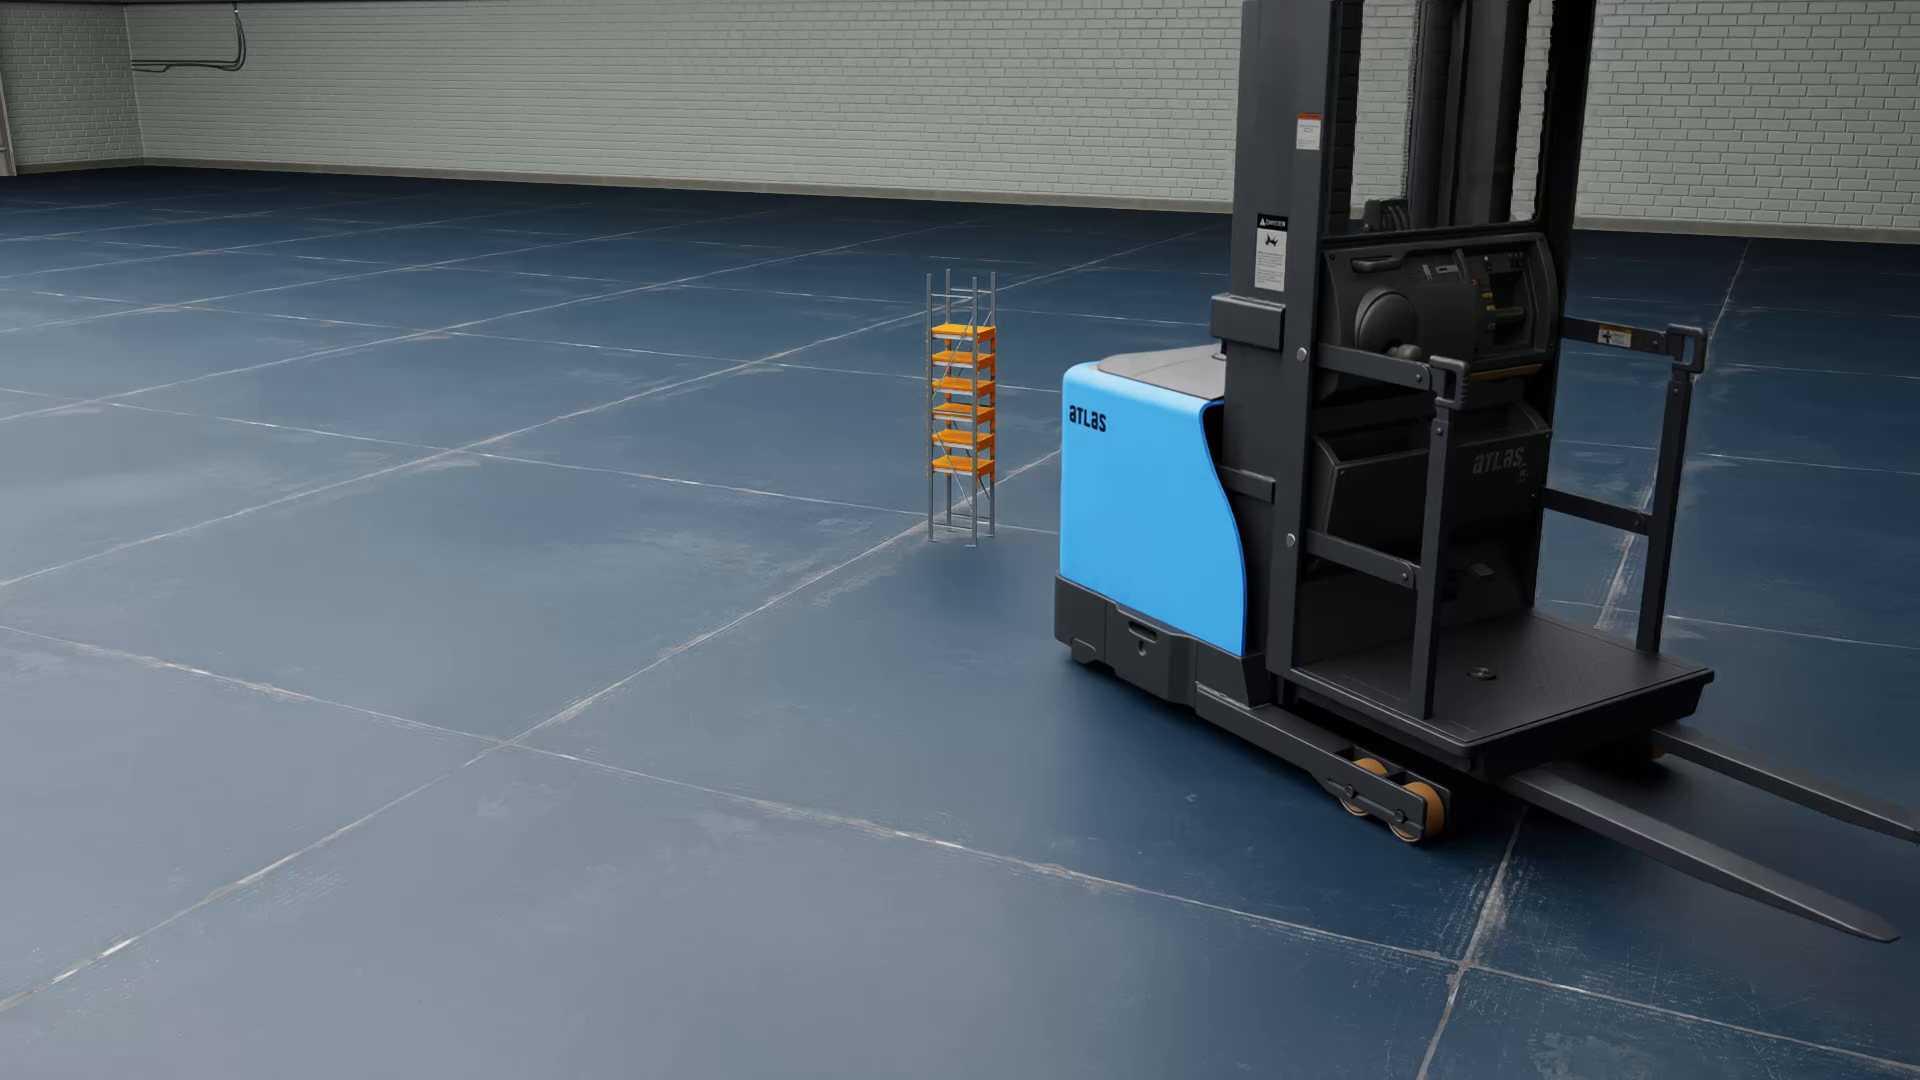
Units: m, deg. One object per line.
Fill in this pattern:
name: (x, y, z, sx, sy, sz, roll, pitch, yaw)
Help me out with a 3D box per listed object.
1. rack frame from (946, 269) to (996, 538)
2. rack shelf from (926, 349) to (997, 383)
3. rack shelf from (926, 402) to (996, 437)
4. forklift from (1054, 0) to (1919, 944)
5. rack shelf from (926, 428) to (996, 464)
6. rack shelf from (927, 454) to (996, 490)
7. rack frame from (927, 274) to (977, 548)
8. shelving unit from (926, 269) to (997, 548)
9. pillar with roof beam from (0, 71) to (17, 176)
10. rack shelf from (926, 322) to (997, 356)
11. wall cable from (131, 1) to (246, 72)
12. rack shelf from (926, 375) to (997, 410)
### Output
rack frame: (0.047, -0.602, 7.444, 0.240, 1.200, 0.006, 8, 18, 25)
rack shelf: (0.006, -0.766, 7.310, 0.258, 0.103, 0.180, 8, 18, 25)
rack shelf: (0.006, -0.536, 7.379, 0.258, 0.103, 0.180, 8, 18, 25)
forklift: (1.552, -0.709, 4.762, 1.130, 2.935, 3.031, -10, 19, -31)
rack shelf: (0.006, -0.421, 7.413, 0.258, 0.103, 0.180, 8, 18, 25)
rack shelf: (0.006, -0.306, 7.447, 0.258, 0.103, 0.180, 8, 18, 25)
rack frame: (-0.034, -0.556, 7.287, 0.240, 1.200, 0.006, 8, 18, 25)
shelving unit: (0.006, -0.579, 7.366, 0.258, 1.200, 0.189, 8, 18, 25)
pillar with roof beam: (-12.655, -10.029, 25.487, 9.100, 9.000, 0.400, 8, 18, 25)
rack shelf: (0.006, -0.881, 7.276, 0.258, 0.103, 0.180, 8, 18, 25)
wall cable: (-14.007, -9.671, 29.733, 3.097, 2.526, 0.112, 8, 18, 25)
rack shelf: (0.006, -0.651, 7.344, 0.258, 0.103, 0.180, 8, 18, 25)
